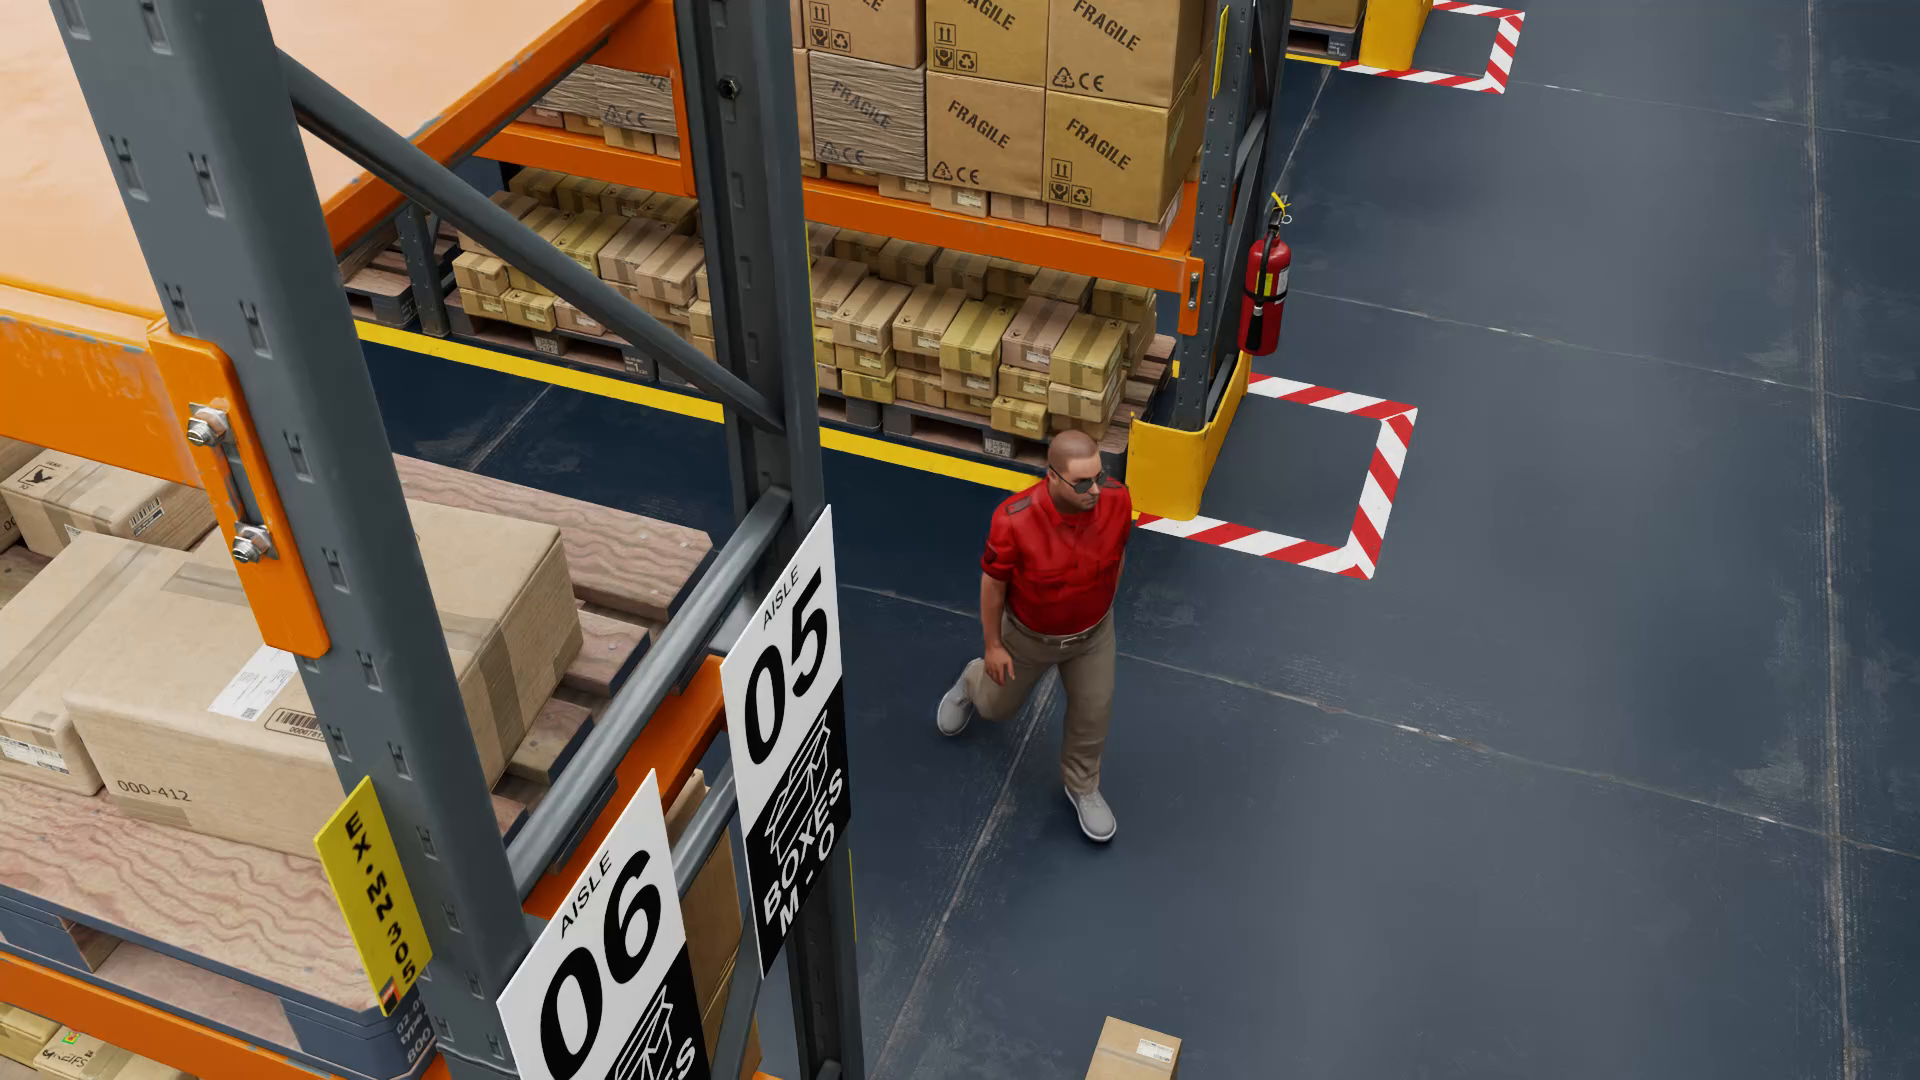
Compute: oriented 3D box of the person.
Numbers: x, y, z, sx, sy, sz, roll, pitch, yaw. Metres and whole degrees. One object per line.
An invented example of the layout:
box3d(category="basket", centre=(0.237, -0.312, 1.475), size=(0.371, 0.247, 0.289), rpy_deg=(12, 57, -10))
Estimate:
box3d(category="person", centre=(0.279, 0.253, 5.860), size=(0.592, 1.708, 0.841), rpy_deg=(-12, 43, -14))
